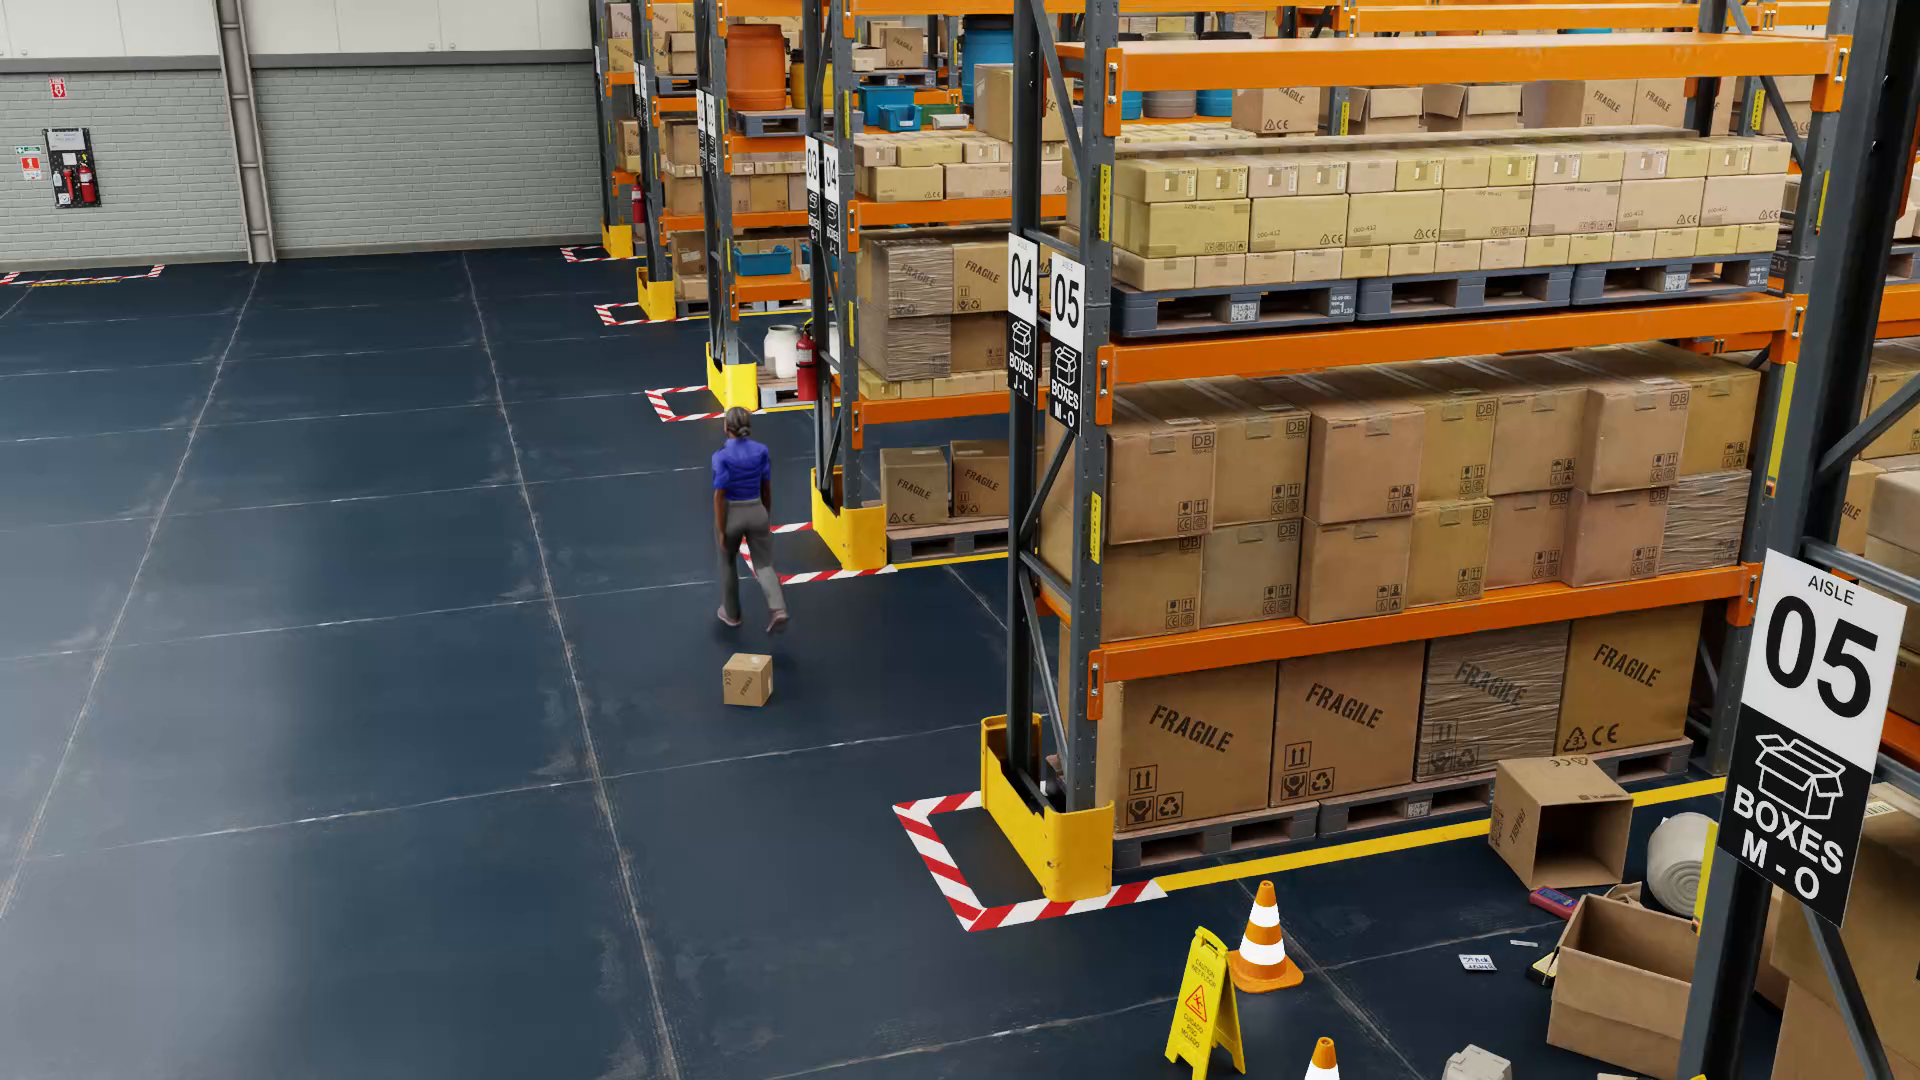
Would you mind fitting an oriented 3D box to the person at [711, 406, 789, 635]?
[{"bbox_3d":[-1.470,-0.120,11.387,0.438,1.613,0.866,-9,21,-25],"label":"person"}]
